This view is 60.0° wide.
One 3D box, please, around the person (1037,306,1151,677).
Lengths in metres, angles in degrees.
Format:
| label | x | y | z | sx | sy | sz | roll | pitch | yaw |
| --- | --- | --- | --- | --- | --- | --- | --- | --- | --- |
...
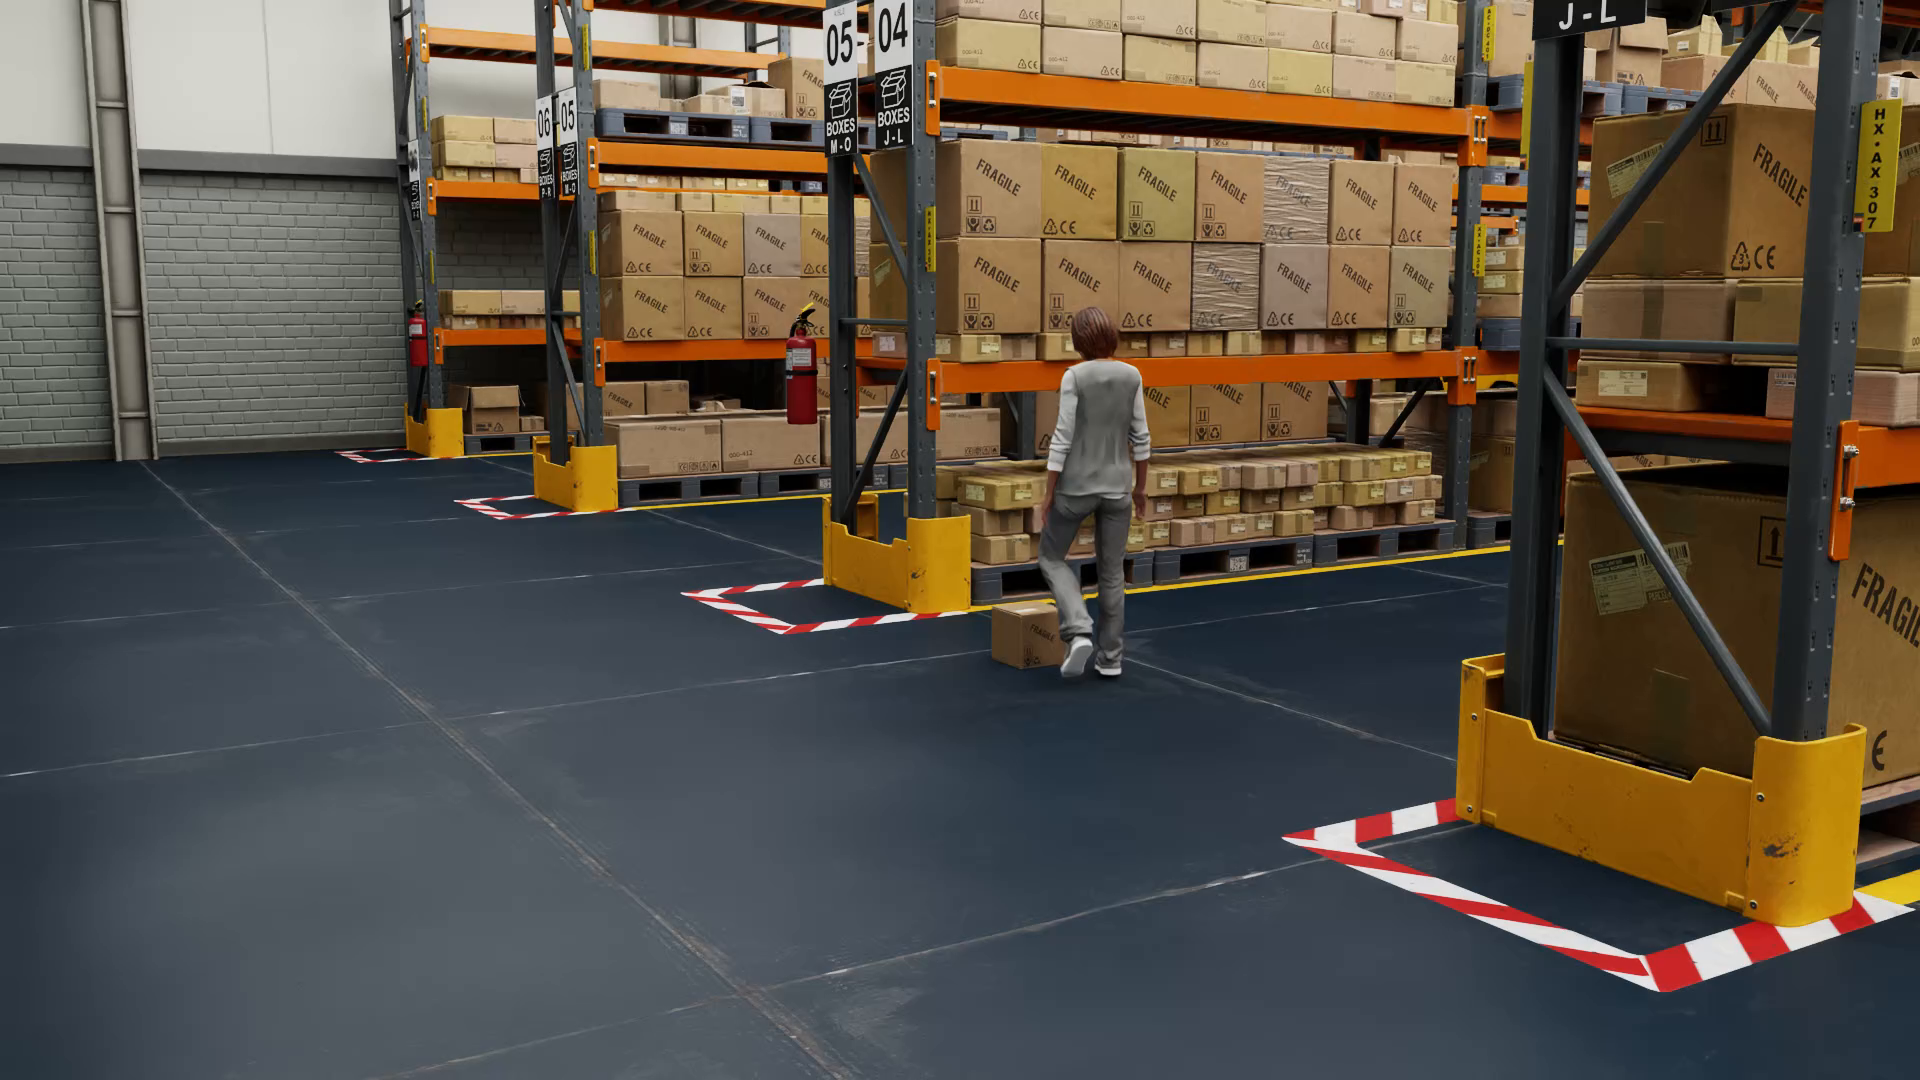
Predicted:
| label | x | y | z | sx | sy | sz | roll | pitch | yaw |
| --- | --- | --- | --- | --- | --- | --- | --- | --- | --- |
| person | 0.567 | -0.181 | 7.089 | 0.507 | 1.581 | 0.434 | -3 | 9 | -18 |
